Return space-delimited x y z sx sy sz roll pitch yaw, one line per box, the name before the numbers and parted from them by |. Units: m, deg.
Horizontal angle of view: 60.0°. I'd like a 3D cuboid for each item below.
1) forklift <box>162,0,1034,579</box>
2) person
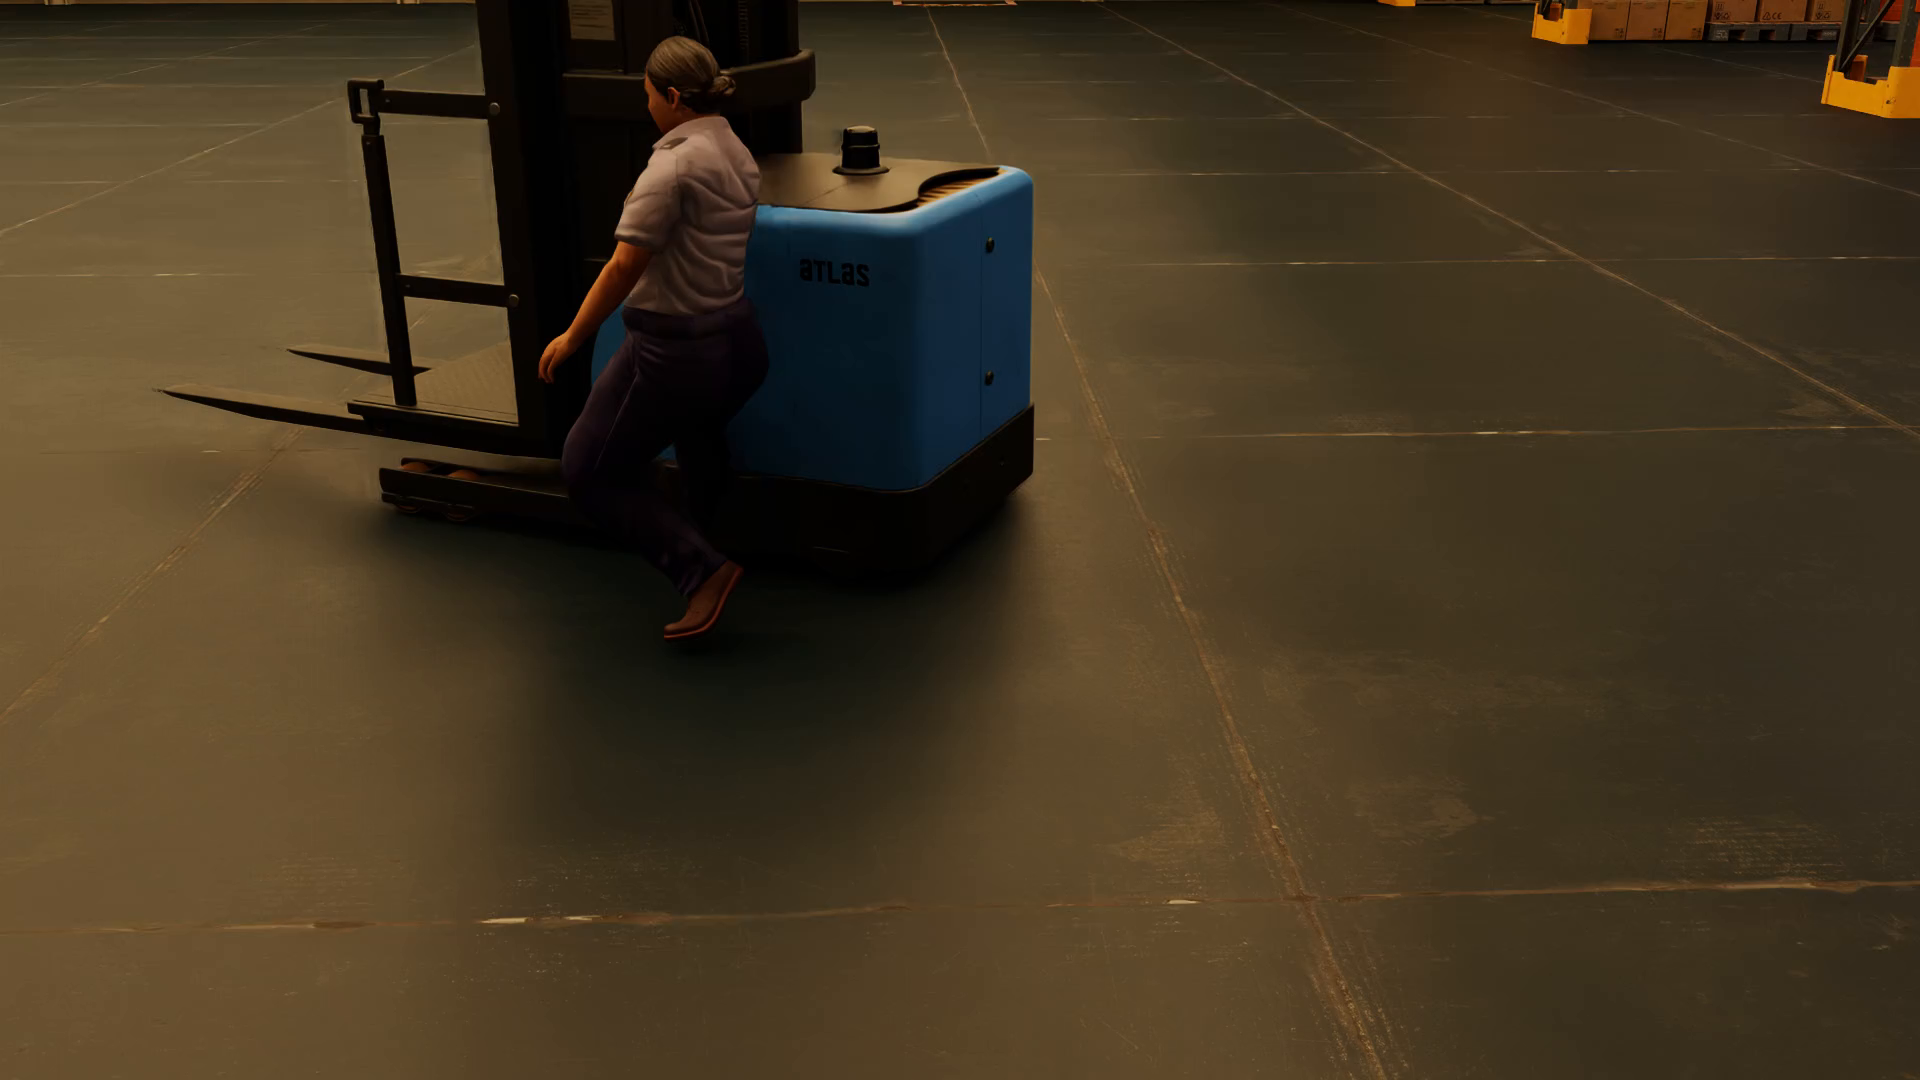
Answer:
forklift | -1.322 -1.588 5.206 3.031 2.935 1.130 9 23 21
person | -0.833 -0.545 4.436 0.638 1.550 0.763 10 24 25
